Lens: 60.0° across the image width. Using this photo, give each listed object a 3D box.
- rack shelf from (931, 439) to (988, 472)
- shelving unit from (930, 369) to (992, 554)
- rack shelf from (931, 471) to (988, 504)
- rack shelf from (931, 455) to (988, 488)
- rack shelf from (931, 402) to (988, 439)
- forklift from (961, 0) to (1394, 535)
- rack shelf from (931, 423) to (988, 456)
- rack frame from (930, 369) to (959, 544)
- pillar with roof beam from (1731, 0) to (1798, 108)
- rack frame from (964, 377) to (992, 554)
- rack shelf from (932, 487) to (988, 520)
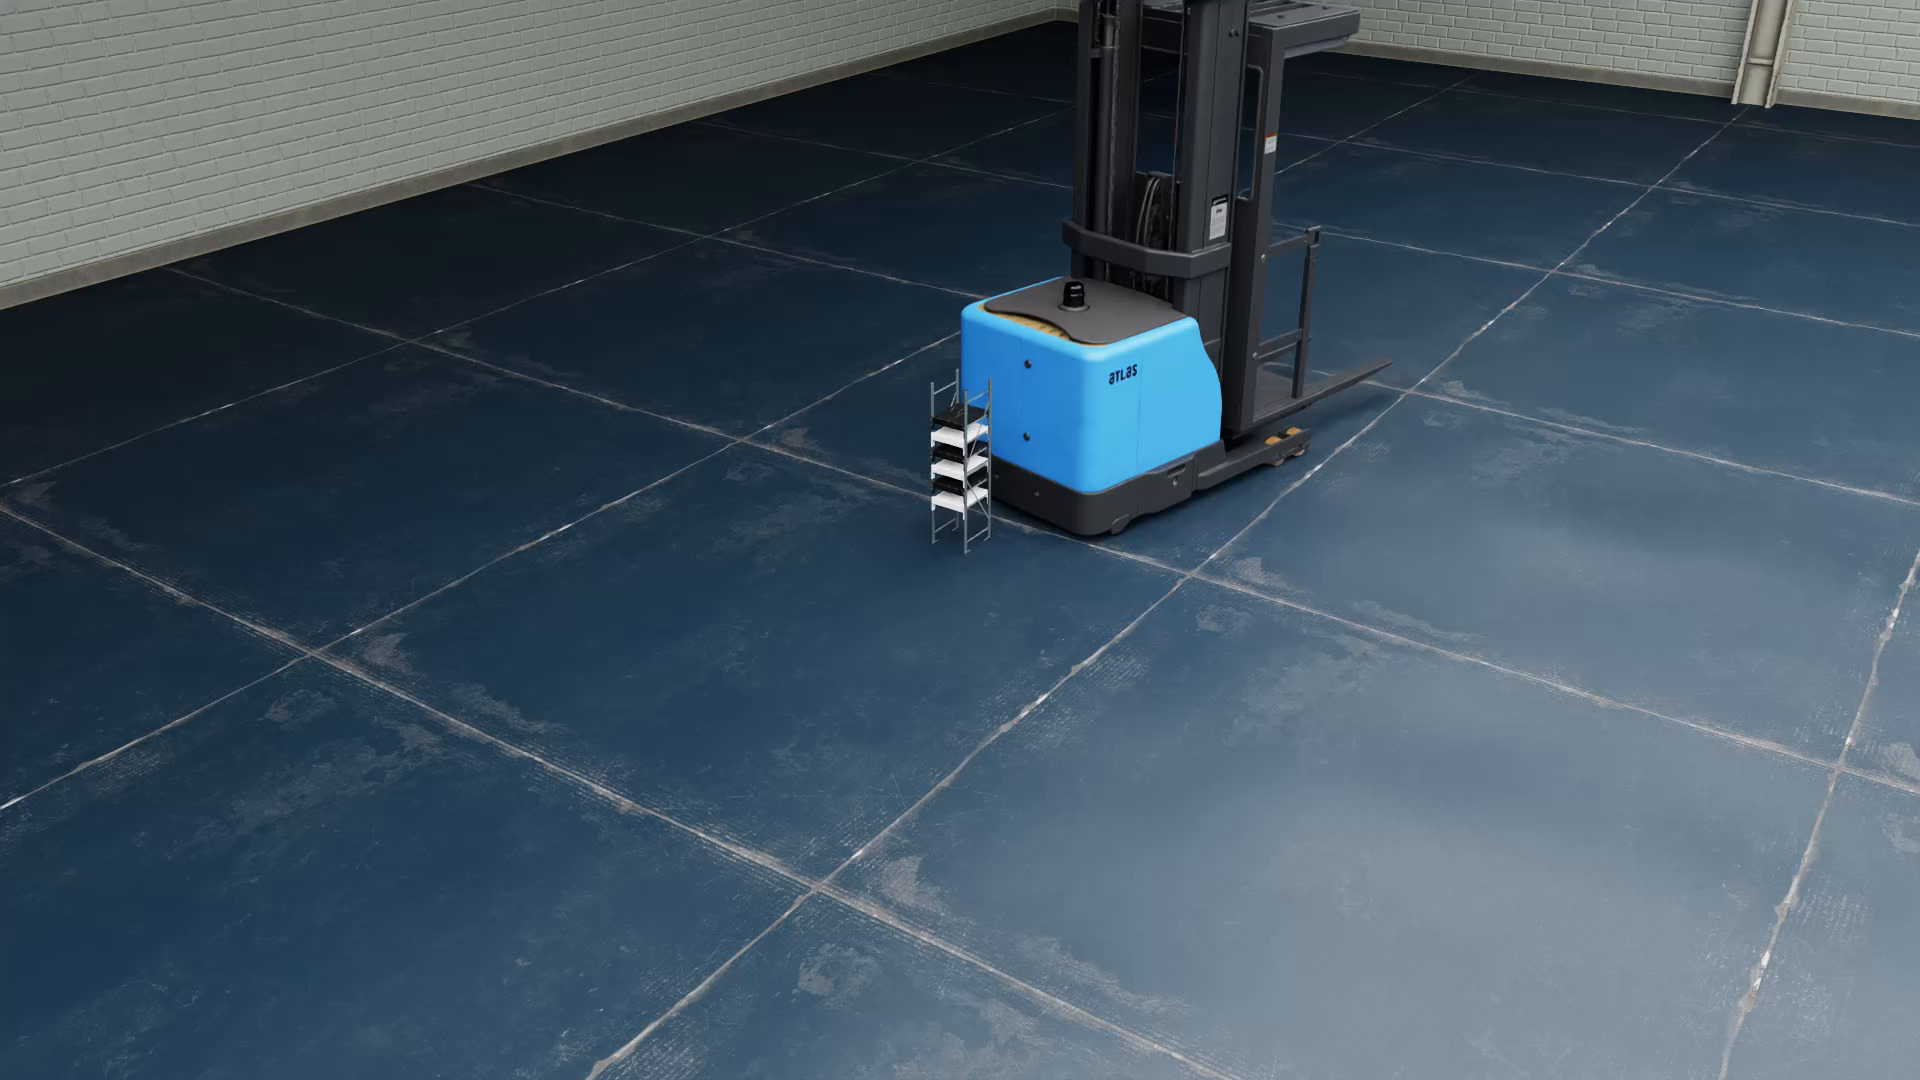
[{"bbox_3d":[0.007,-0.449,8.516,0.200,0.077,0.258,17,32,30],"label":"rack shelf"},{"bbox_3d":[0.007,-0.399,8.542,0.210,0.900,0.258,17,32,30],"label":"shelving unit"},{"bbox_3d":[0.007,-0.289,8.598,0.200,0.077,0.258,17,32,30],"label":"rack shelf"},{"bbox_3d":[0.007,-0.369,8.557,0.200,0.077,0.258,17,32,30],"label":"rack shelf"},{"bbox_3d":[0.007,-0.610,8.434,0.200,0.077,0.258,17,32,30],"label":"rack shelf"},{"bbox_3d":[1.409,-1.888,9.229,3.031,2.935,1.130,-23,35,-38],"label":"forklift"},{"bbox_3d":[0.007,-0.530,8.475,0.200,0.077,0.258,17,32,30],"label":"rack shelf"},{"bbox_3d":[-0.077,-0.425,8.593,0.006,0.900,0.240,17,32,30],"label":"rack frame"},{"bbox_3d":[6.191,-7.153,12.884,0.400,9.000,9.100,17,32,30],"label":"pillar with roof beam"},{"bbox_3d":[0.090,-0.373,8.490,0.006,0.900,0.240,17,32,30],"label":"rack frame"},{"bbox_3d":[0.007,-0.209,8.639,0.200,0.077,0.258,17,32,30],"label":"rack shelf"}]
